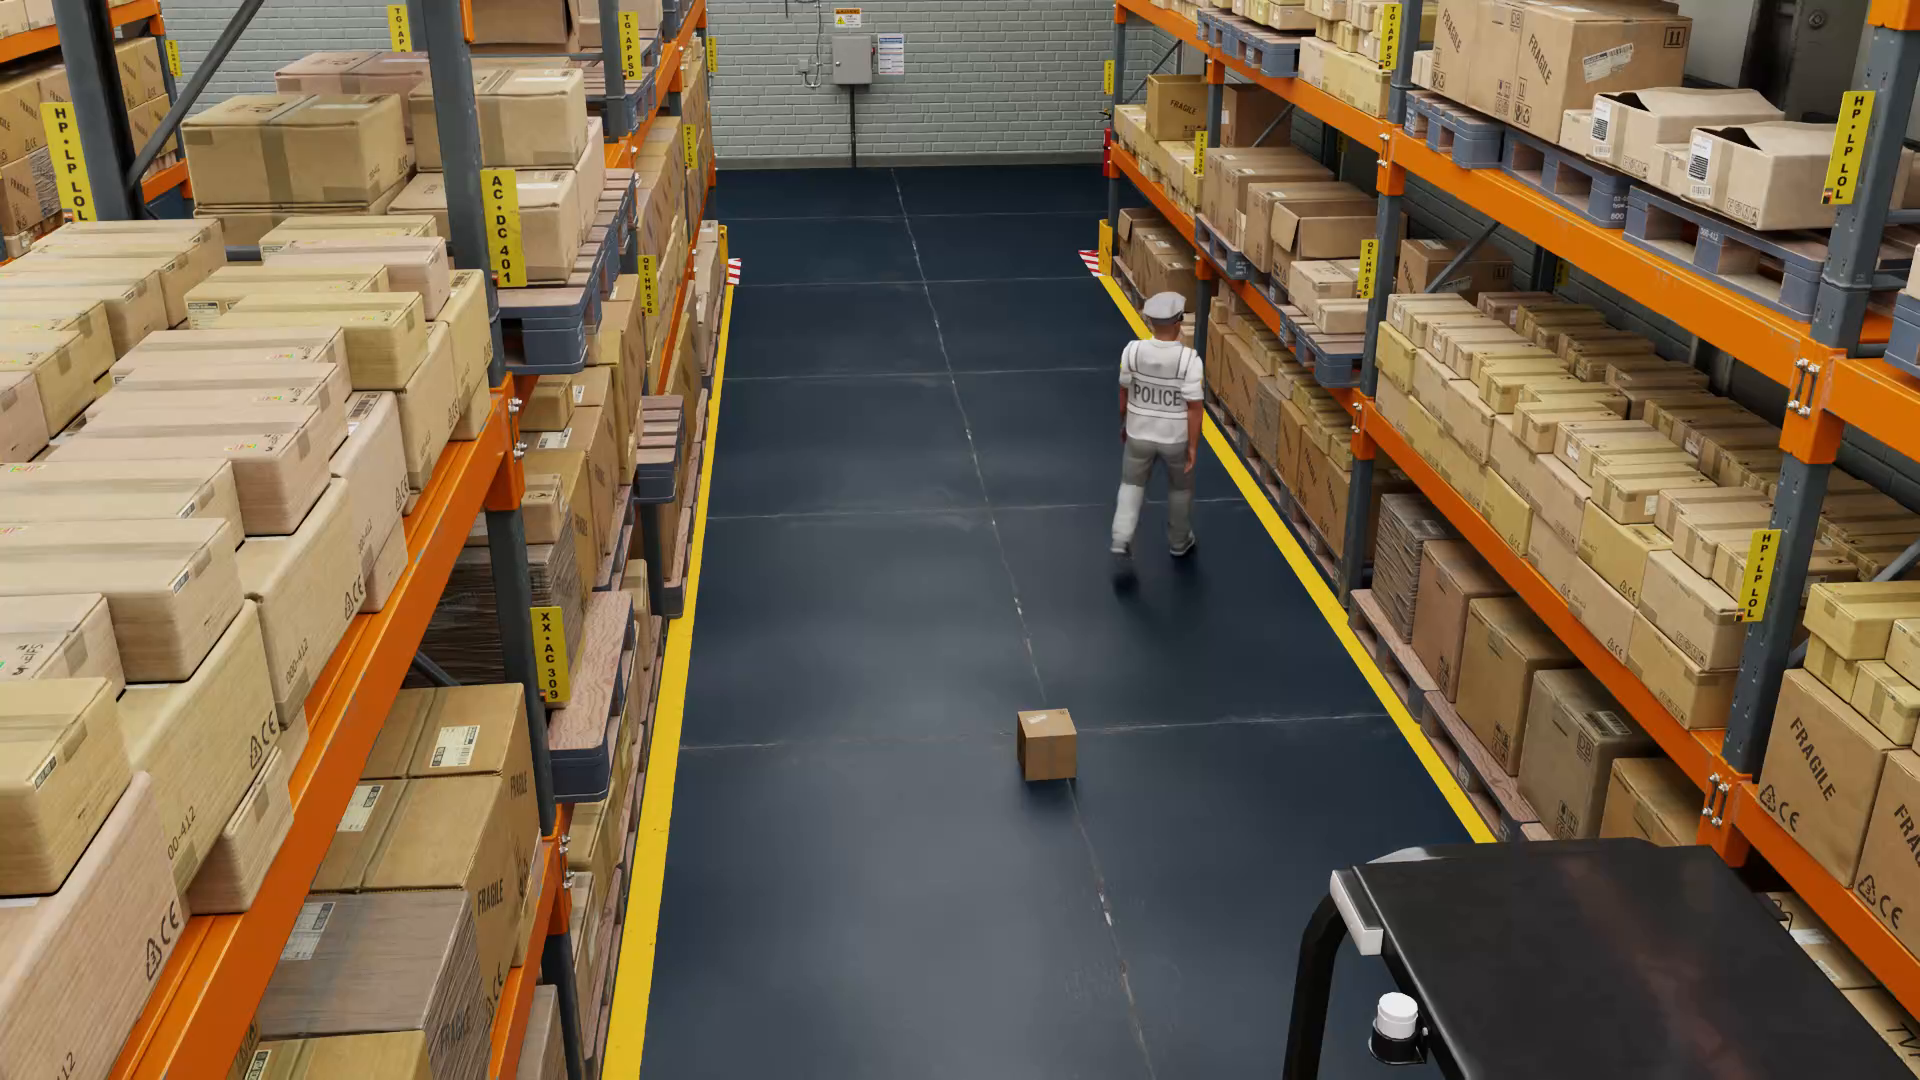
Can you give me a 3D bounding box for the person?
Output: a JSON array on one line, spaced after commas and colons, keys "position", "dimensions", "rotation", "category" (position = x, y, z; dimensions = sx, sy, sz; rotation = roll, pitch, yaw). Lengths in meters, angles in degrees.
[{"position": [1.223, -0.672, 10.084], "dimensions": [0.536, 1.741, 0.853], "rotation": [7, 25, 16], "category": "person"}]
